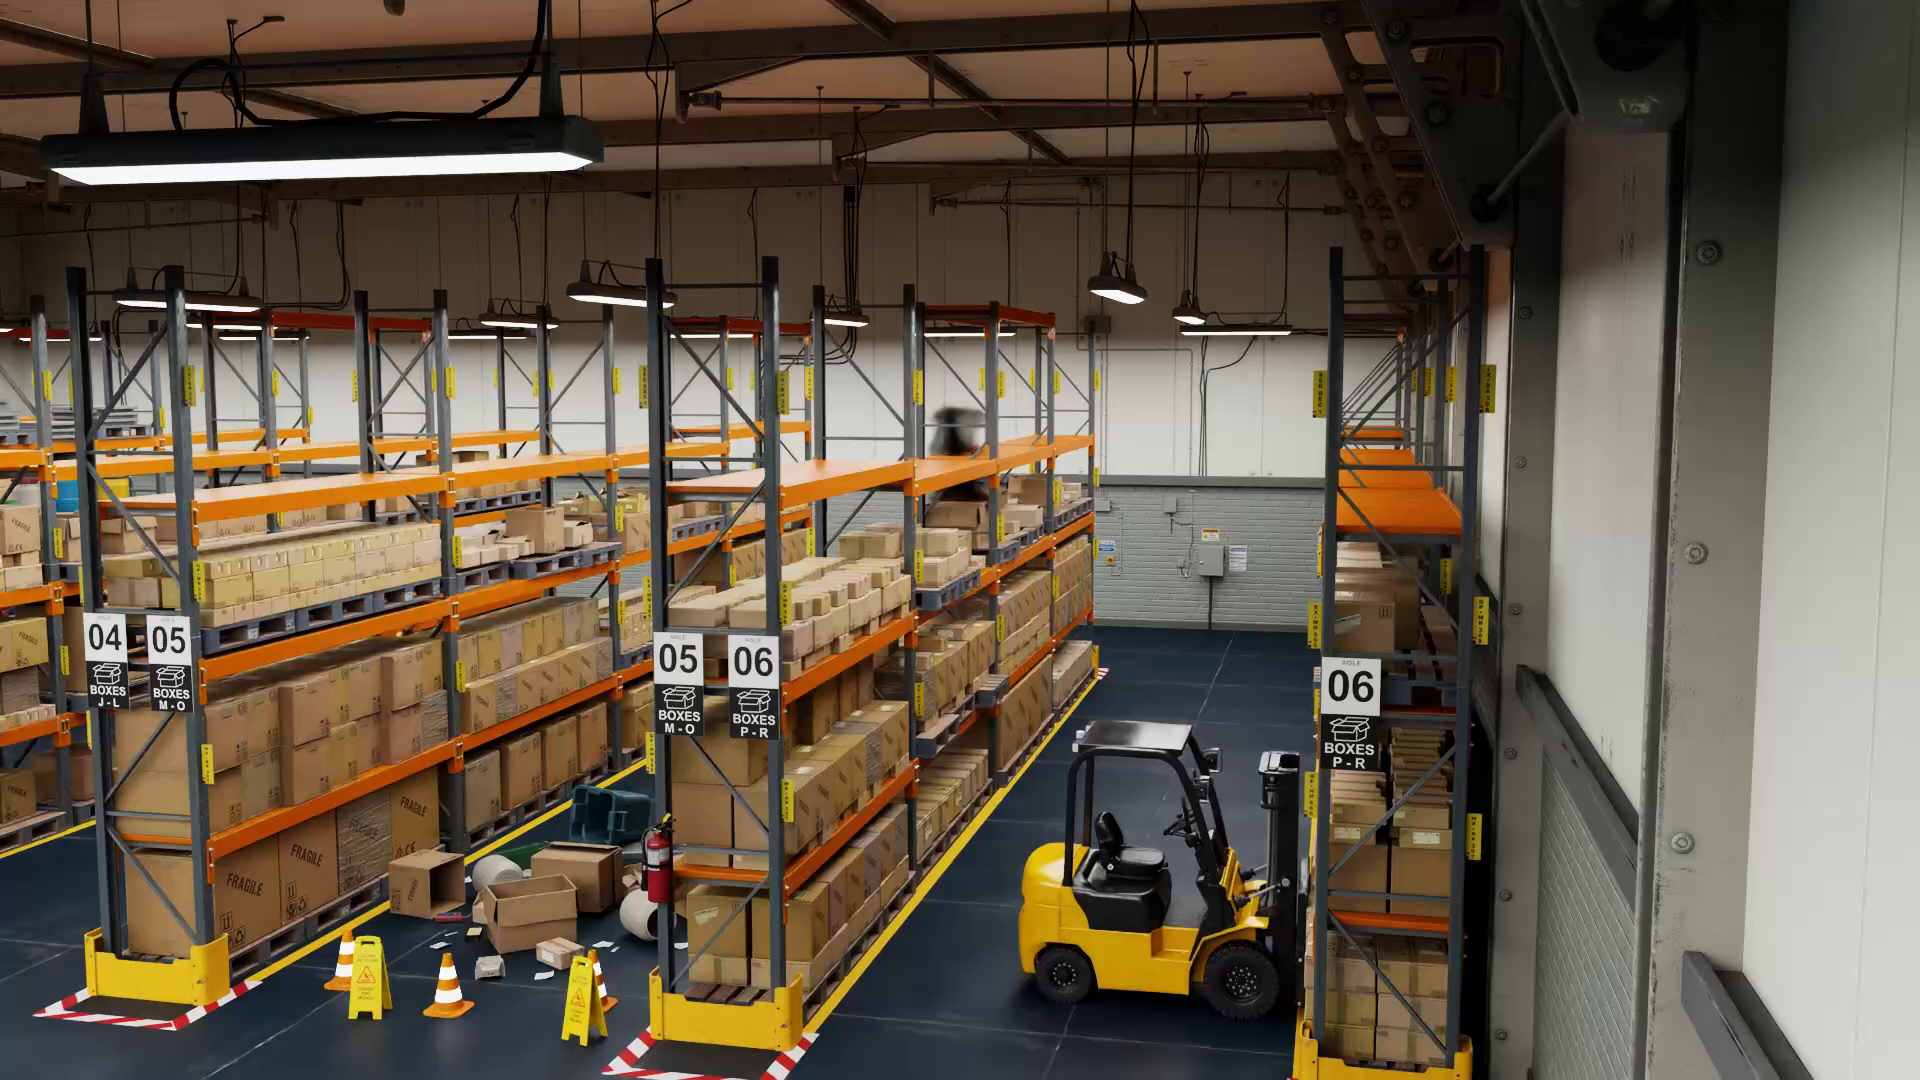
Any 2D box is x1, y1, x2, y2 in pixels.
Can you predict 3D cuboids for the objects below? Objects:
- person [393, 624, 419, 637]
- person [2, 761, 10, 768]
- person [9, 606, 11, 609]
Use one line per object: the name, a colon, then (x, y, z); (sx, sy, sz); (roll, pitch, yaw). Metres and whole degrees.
person: (-7.799, 1.920, 23.458); (0.690, 1.788, 0.716); (1, 6, 6)
person: (-11.804, 2.354, 20.134); (0.532, 1.560, 0.887); (1, 6, 9)
person: (-16.594, 1.432, 28.446); (0.614, 1.792, 0.890); (1, 6, 12)
